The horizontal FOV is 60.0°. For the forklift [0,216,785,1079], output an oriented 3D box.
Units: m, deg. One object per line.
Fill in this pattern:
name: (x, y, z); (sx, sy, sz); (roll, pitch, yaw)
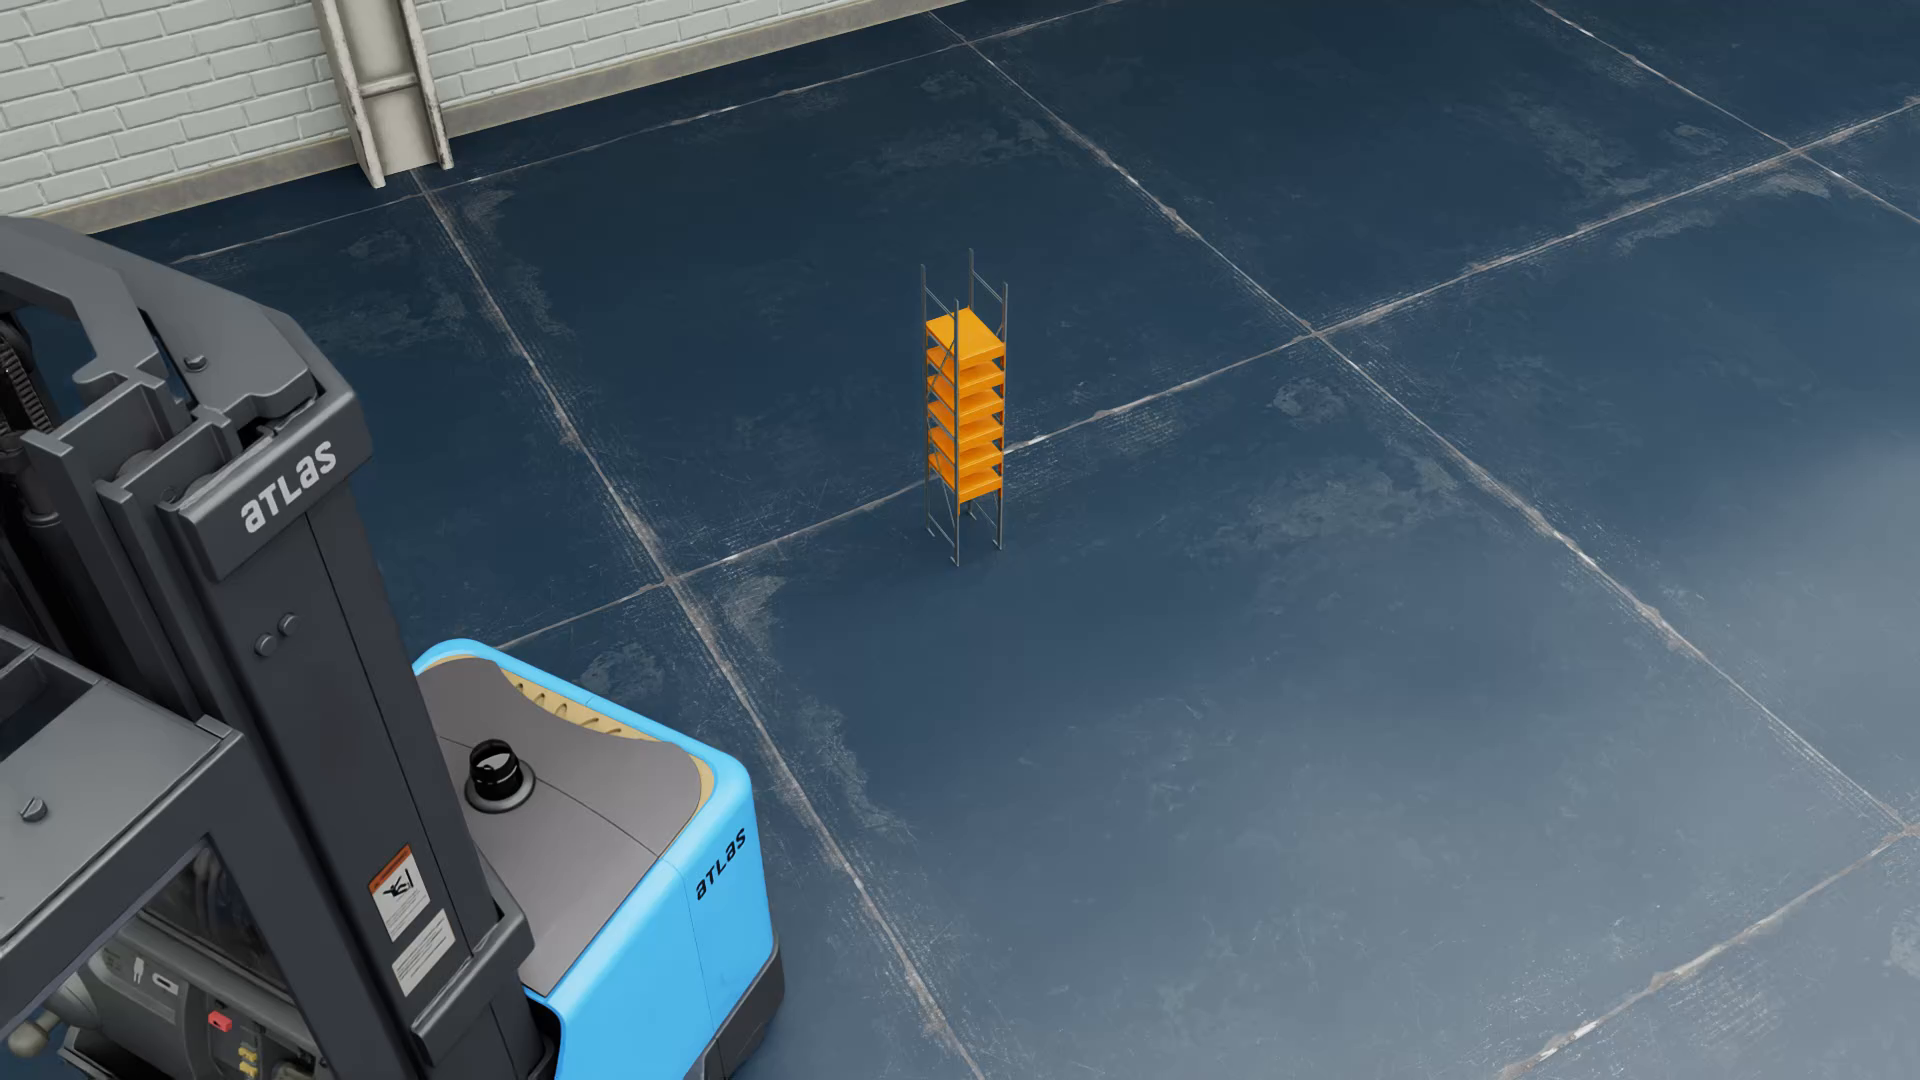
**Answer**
forklift: (-1.651, 1.022, 3.092); (1.130, 2.935, 3.031); (21, 48, 20)

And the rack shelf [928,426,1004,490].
rack shelf: (0.013, -0.318, 5.952); (0.180, 0.103, 0.258); (-22, 48, -21)

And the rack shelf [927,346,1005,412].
rack shelf: (0.013, -0.576, 5.701); (0.180, 0.103, 0.258); (-22, 48, -21)

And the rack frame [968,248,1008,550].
rack frame: (0.092, -0.467, 5.870); (0.006, 1.200, 0.240); (-22, 48, -21)

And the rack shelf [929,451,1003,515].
rack shelf: (0.013, -0.231, 6.035); (0.180, 0.103, 0.258); (-22, 48, -21)

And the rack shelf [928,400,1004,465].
rack shelf: (0.013, -0.404, 5.868); (0.180, 0.103, 0.258); (-22, 48, -21)

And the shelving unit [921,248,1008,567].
shelving unit: (0.013, -0.436, 5.837); (0.189, 1.200, 0.258); (-22, 48, -21)

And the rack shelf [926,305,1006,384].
rack shelf: (0.013, -0.662, 5.618); (0.180, 0.103, 0.258); (-22, 48, -21)

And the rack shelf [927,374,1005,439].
rack shelf: (0.013, -0.490, 5.785); (0.180, 0.103, 0.258); (-22, 48, -21)

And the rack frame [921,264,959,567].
rack frame: (-0.067, -0.404, 5.805); (0.006, 1.200, 0.240); (-22, 48, -21)
